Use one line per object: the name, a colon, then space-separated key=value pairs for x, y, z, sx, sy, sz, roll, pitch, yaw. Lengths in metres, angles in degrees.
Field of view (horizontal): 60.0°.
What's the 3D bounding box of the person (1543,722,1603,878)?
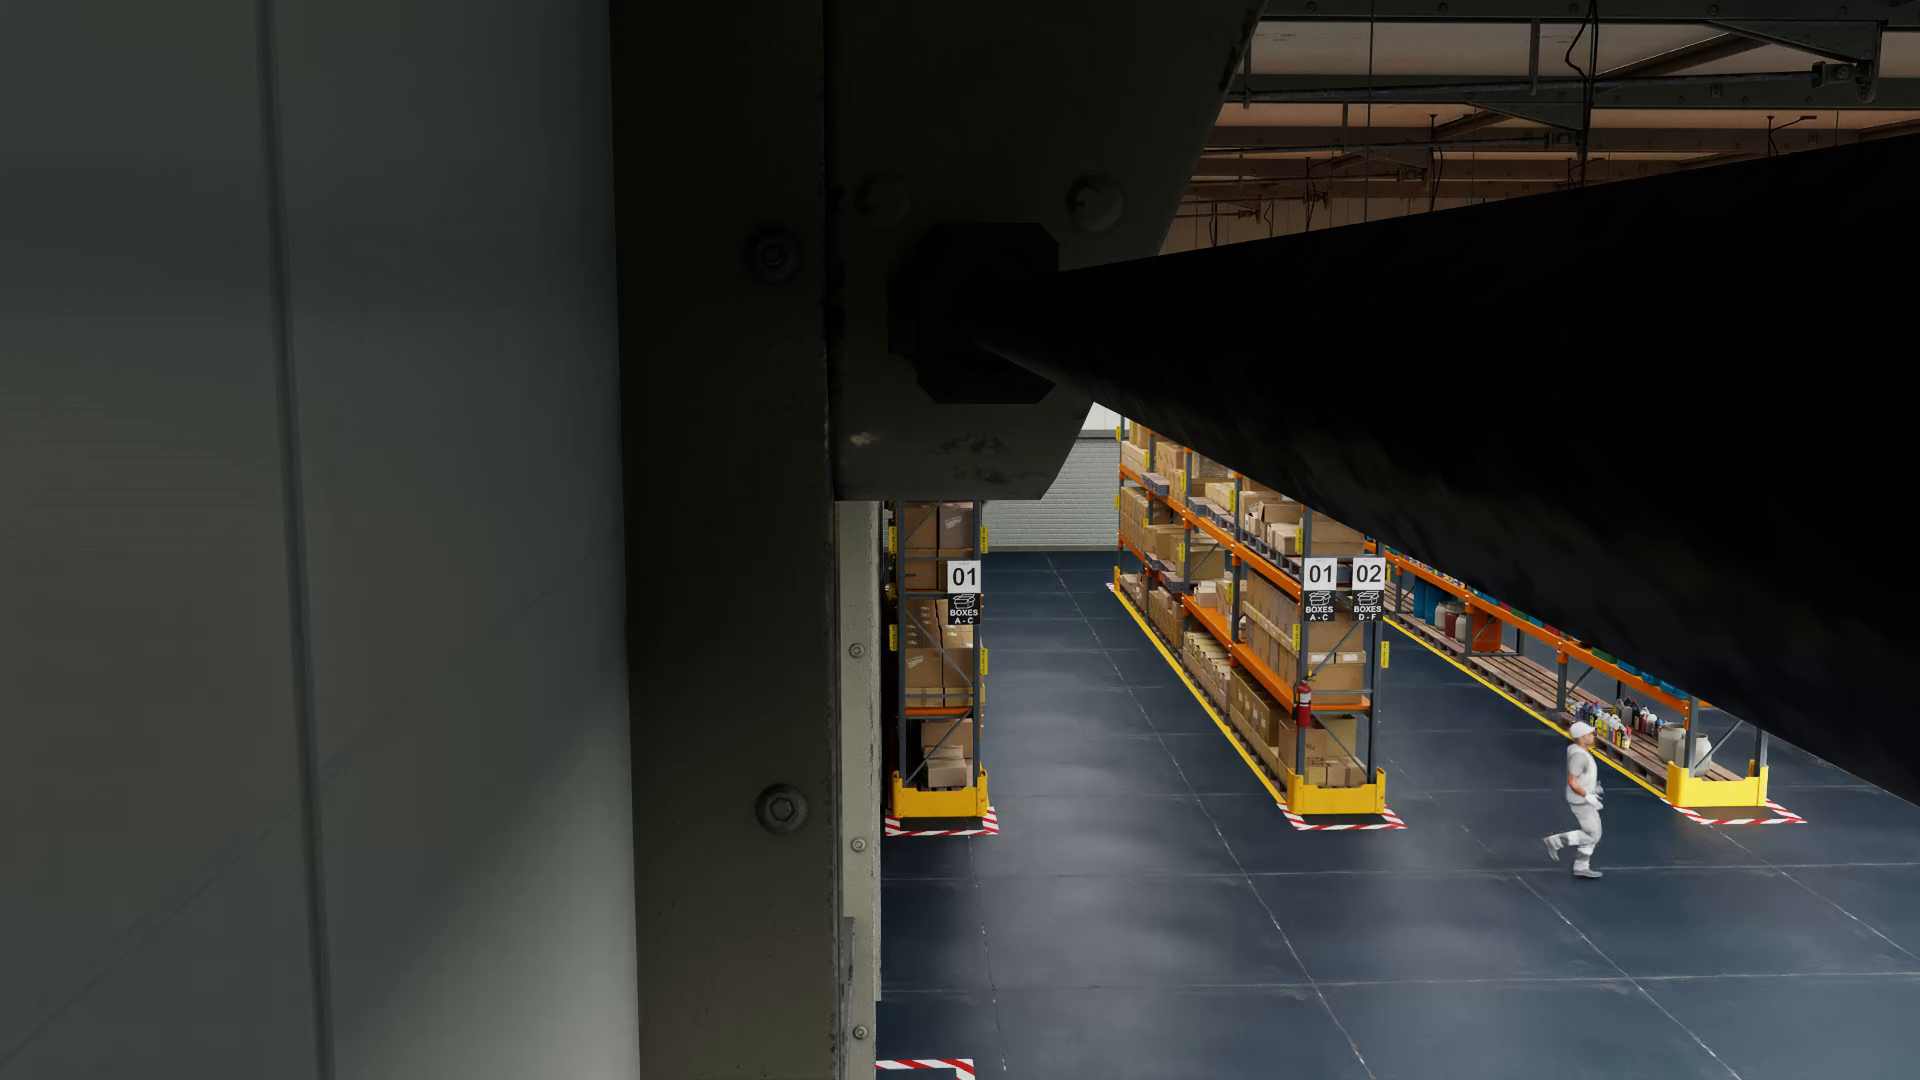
person: x=6.787 y=2.850 z=18.327 sx=0.637 sy=1.740 sz=0.669 roll=3 pitch=9 yaw=19
